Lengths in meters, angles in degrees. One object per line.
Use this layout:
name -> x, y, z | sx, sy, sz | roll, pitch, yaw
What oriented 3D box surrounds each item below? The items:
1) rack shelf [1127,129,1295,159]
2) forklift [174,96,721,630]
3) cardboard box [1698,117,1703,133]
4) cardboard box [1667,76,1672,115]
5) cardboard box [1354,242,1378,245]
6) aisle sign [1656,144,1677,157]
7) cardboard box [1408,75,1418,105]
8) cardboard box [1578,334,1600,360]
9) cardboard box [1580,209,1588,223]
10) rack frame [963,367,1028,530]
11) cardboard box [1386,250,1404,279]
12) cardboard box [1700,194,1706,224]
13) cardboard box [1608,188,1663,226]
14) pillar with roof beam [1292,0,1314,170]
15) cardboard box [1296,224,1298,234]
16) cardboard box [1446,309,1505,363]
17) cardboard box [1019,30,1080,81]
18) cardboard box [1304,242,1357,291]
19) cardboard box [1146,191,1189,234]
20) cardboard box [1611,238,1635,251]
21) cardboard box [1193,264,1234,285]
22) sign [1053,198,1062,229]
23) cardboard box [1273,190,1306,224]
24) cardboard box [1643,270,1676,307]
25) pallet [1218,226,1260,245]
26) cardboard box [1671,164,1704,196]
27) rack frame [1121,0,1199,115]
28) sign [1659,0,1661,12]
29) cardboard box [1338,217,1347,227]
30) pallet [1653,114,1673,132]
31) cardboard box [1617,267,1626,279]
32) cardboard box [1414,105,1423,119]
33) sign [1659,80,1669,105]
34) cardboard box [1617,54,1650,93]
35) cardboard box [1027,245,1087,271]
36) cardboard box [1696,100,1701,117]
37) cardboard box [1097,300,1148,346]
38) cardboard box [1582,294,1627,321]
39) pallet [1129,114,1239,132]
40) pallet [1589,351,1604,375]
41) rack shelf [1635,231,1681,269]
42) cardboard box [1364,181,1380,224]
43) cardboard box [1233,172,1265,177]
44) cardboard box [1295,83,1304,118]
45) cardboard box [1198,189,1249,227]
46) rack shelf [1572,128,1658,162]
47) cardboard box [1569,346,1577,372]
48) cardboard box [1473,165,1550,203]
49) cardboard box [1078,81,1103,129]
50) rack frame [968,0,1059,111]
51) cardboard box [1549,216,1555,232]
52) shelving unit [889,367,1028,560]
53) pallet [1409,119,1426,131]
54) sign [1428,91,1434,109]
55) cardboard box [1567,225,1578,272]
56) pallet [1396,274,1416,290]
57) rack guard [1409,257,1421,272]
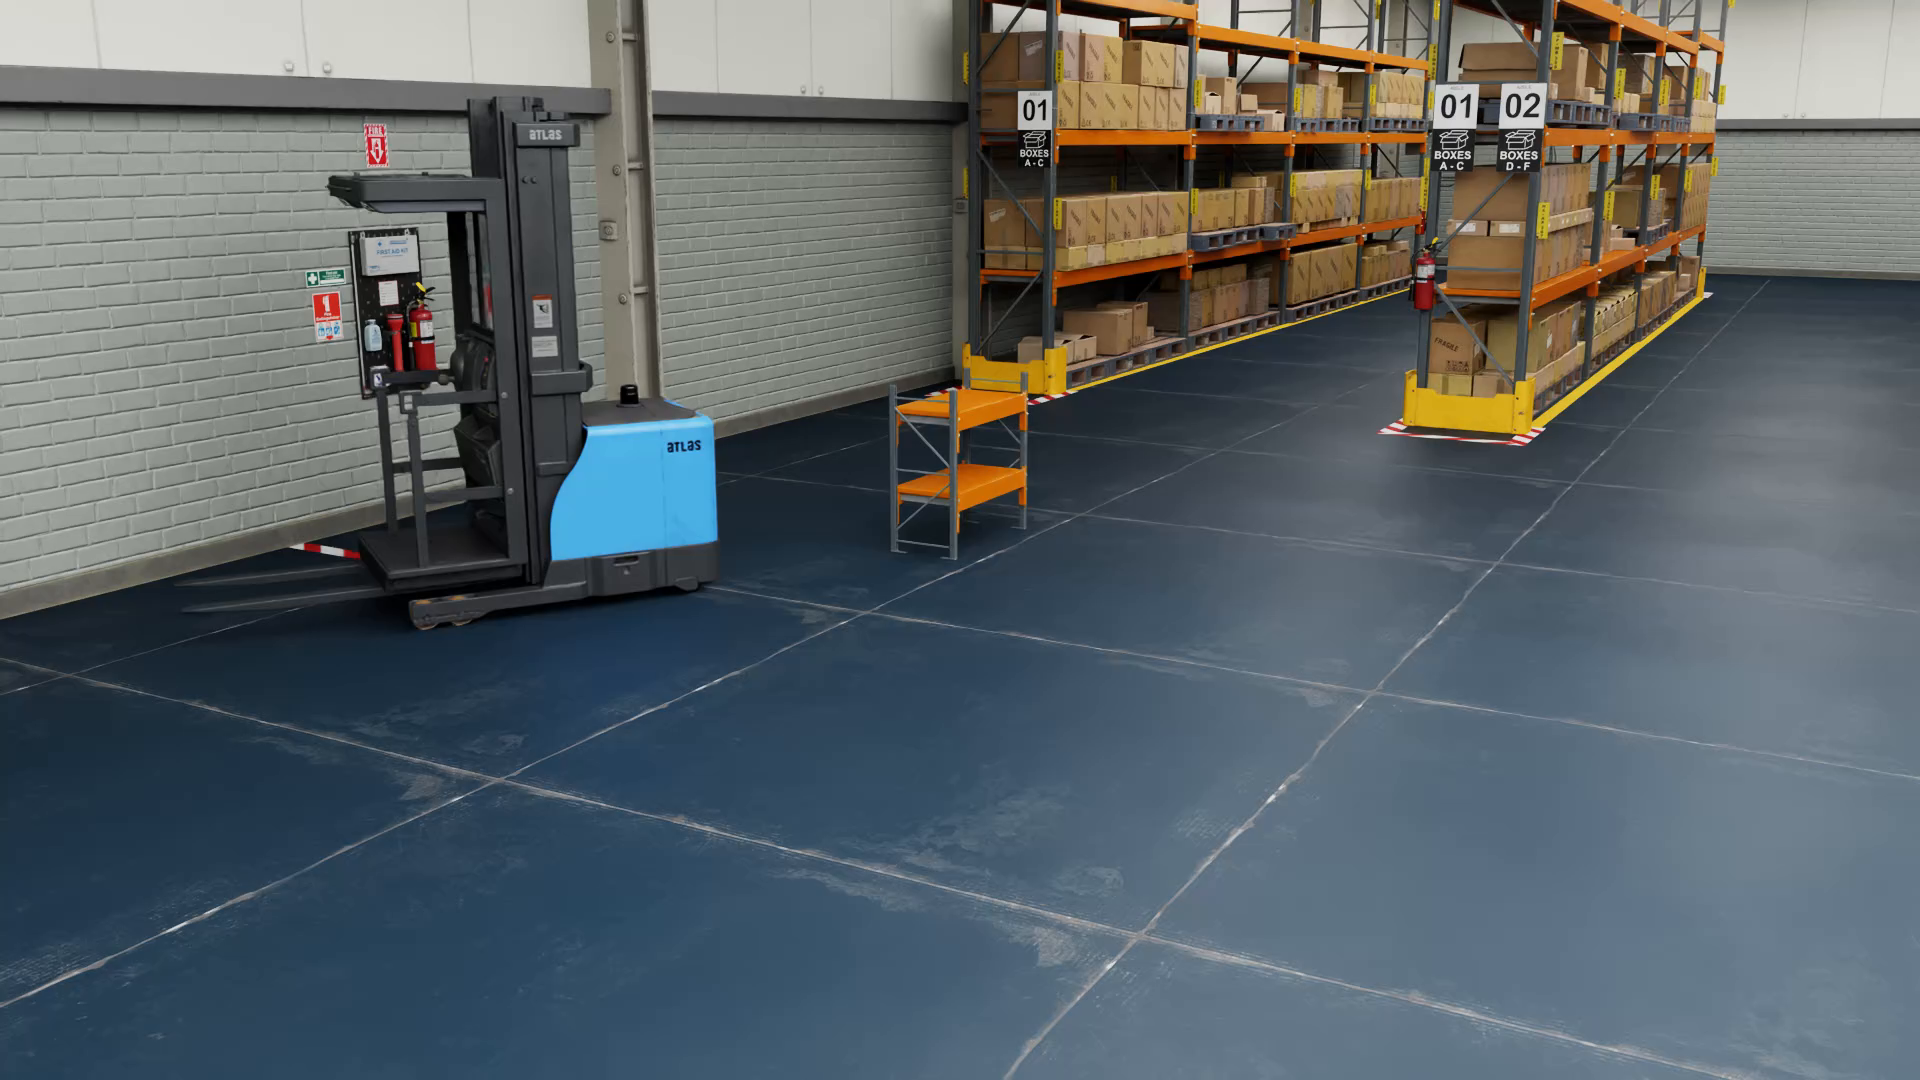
rack shelf -> 3.460, -5.452, 22.884 | 1.077, 0.370, 4.000 | 7, 15, 28
forklift -> -3.021, -1.056, 9.662 | 3.031, 2.935, 1.130 | -7, 15, -27
cardboard box -> 11.638, -6.676, 26.745 | 0.500, 0.250, 0.500 | 7, 15, 28
cardboard box -> 10.390, -6.679, 25.114 | 0.600, 0.600, 0.600 | 6, 15, 23
cardboard box -> 7.441, -5.386, 30.526 | 0.380, 0.149, 0.250 | 8, 16, 29
aisle sign -> 12.408, -7.146, 29.228 | 0.394, 0.787, 0.004 | 7, 15, 28
cardboard box -> 7.928, -8.116, 30.007 | 0.500, 0.500, 0.500 | 8, 16, 30
cardboard box -> 7.243, -2.295, 19.625 | 0.500, 0.250, 0.500 | 7, 15, 27
cardboard box -> 6.766, -3.606, 18.495 | 0.380, 0.149, 0.250 | 7, 15, 27
rack frame -> 0.249, -0.653, 11.840 | 0.500, 1.125, 0.032 | 7, 15, 28
cardboard box -> 7.801, -5.127, 30.837 | 0.700, 0.500, 0.500 | 7, 15, 28
cardboard box -> 12.406, -5.654, 28.373 | 0.500, 0.500, 0.500 | 8, 15, 29
cardboard box -> 9.580, -4.754, 23.745 | 0.700, 0.500, 0.500 | 11, 17, 38
pillar with roof beam -> 9.710, -8.245, 26.534 | 9.100, 9.000, 0.400 | 7, 15, 28
cardboard box -> 4.918, -4.734, 25.262 | 0.380, 0.149, 0.250 | 8, 16, 29
cardboard box -> 5.367, -2.135, 17.360 | 0.500, 0.500, 0.500 | 7, 15, 28
cardboard box -> 0.958, -5.167, 17.776 | 0.500, 0.500, 0.500 | 6, 15, 24
cardboard box -> 6.160, -4.586, 27.846 | 0.750, 0.750, 0.750 | 8, 15, 29
cardboard box -> 2.535, -4.103, 20.829 | 0.500, 0.500, 0.500 | 7, 15, 28
cardboard box -> 8.572, -3.856, 21.663 | 0.380, 0.149, 0.250 | 7, 15, 28
cardboard box -> 3.549, -3.748, 23.474 | 0.500, 0.250, 0.500 | 7, 15, 28
sign -> 1.034, -3.472, 17.689 | 0.100, 0.325, 0.005 | 7, 15, 28
cardboard box -> 4.885, -5.028, 25.098 | 0.500, 0.500, 0.500 | 8, 16, 30
cardboard box -> 10.711, -3.879, 25.619 | 0.500, 0.500, 0.500 | 7, 15, 28
pallet -> 3.506, -4.250, 23.172 | 1.003, 0.211, 1.213 | 7, 15, 28
cardboard box -> 11.919, -5.931, 27.389 | 0.500, 0.500, 0.500 | 8, 16, 30
rack frame -> 2.493, -6.850, 20.746 | 1.000, 3.000, 0.127 | 7, 15, 28
sign -> 12.157, -9.306, 28.770 | 0.100, 0.325, 0.005 | 7, 15, 28
cardboard box -> 6.102, -5.198, 27.186 | 0.380, 0.149, 0.250 | 7, 15, 28
pallet -> 8.515, -5.411, 21.580 | 1.213, 0.211, 1.003 | 8, 16, 31
cardboard box -> 9.526, -3.998, 24.511 | 0.500, 0.250, 0.500 | 7, 15, 27
cardboard box -> 8.172, -7.853, 30.519 | 0.500, 0.250, 0.500 | 8, 16, 30
sign -> 9.247, -5.877, 21.839 | 0.100, 0.325, 0.005 | 7, 15, 28
cardboard box -> 8.981, -6.275, 22.417 | 0.500, 0.500, 0.500 | 7, 15, 28
cardboard box -> 1.073, -3.114, 18.327 | 0.500, 0.250, 0.500 | 7, 15, 26
cardboard box -> 11.391, -6.817, 26.264 | 0.500, 0.250, 0.500 | 7, 15, 28
cardboard box -> 2.026, -2.715, 20.789 | 0.500, 0.500, 0.500 | 6, 15, 24
cardboard box -> 8.235, -2.988, 21.301 | 0.500, 0.311, 0.500 | 7, 15, 28
pallet -> 2.885, -5.415, 21.595 | 1.213, 0.211, 1.003 | 7, 15, 28
pallet -> 7.153, -2.173, 20.097 | 1.003, 0.211, 1.213 | 7, 15, 28
rack shelf -> 9.732, -4.254, 24.315 | 1.077, 0.370, 4.000 | 7, 15, 28
cardboard box -> 6.637, -5.830, 28.676 | 0.980, 0.700, 0.700 | 8, 16, 29
cardboard box -> 4.419, -5.444, 25.225 | 0.500, 0.250, 0.500 | 8, 16, 30
cardboard box -> 4.821, -6.696, 25.354 | 0.700, 0.500, 0.500 | 6, 15, 25
cardboard box -> 3.625, -4.661, 23.315 | 0.700, 0.500, 0.500 | 7, 15, 28
rack shelf -> 7.798, -4.892, 20.559 | 1.077, 0.370, 4.000 | 7, 15, 28
cardboard box -> 6.548, -2.019, 18.479 | 0.500, 0.250, 0.500 | 7, 15, 28
cardboard box -> 5.409, -3.445, 16.443 | 0.700, 0.500, 0.500 | 7, 15, 27
cardboard box -> 1.231, -4.776, 18.287 | 0.500, 0.500, 0.500 | 9, 16, 32
rack frame -> 0.559, -6.029, 17.342 | 1.000, 3.000, 0.127 | 7, 15, 28
cardboard box -> 5.773, -3.184, 16.745 | 0.380, 0.149, 0.250 | 7, 15, 26
shelving unit -> 0.003, -0.548, 11.407 | 0.538, 1.125, 1.048 | 7, 15, 28
pallet -> 7.945, -7.657, 30.684 | 1.003, 0.211, 1.213 | 7, 15, 28
sign -> 8.762, -8.181, 30.949 | 0.100, 0.325, 0.005 | 7, 15, 28
cardboard box -> 6.373, -3.221, 18.280 | 0.700, 0.500, 0.500 | 7, 15, 27
pallet -> 7.976, -4.867, 31.271 | 1.003, 0.211, 1.213 | 7, 15, 28
rack guard -> 8.306, -5.185, 31.975 | 1.175, 0.500, 0.348 | 7, 15, 28
